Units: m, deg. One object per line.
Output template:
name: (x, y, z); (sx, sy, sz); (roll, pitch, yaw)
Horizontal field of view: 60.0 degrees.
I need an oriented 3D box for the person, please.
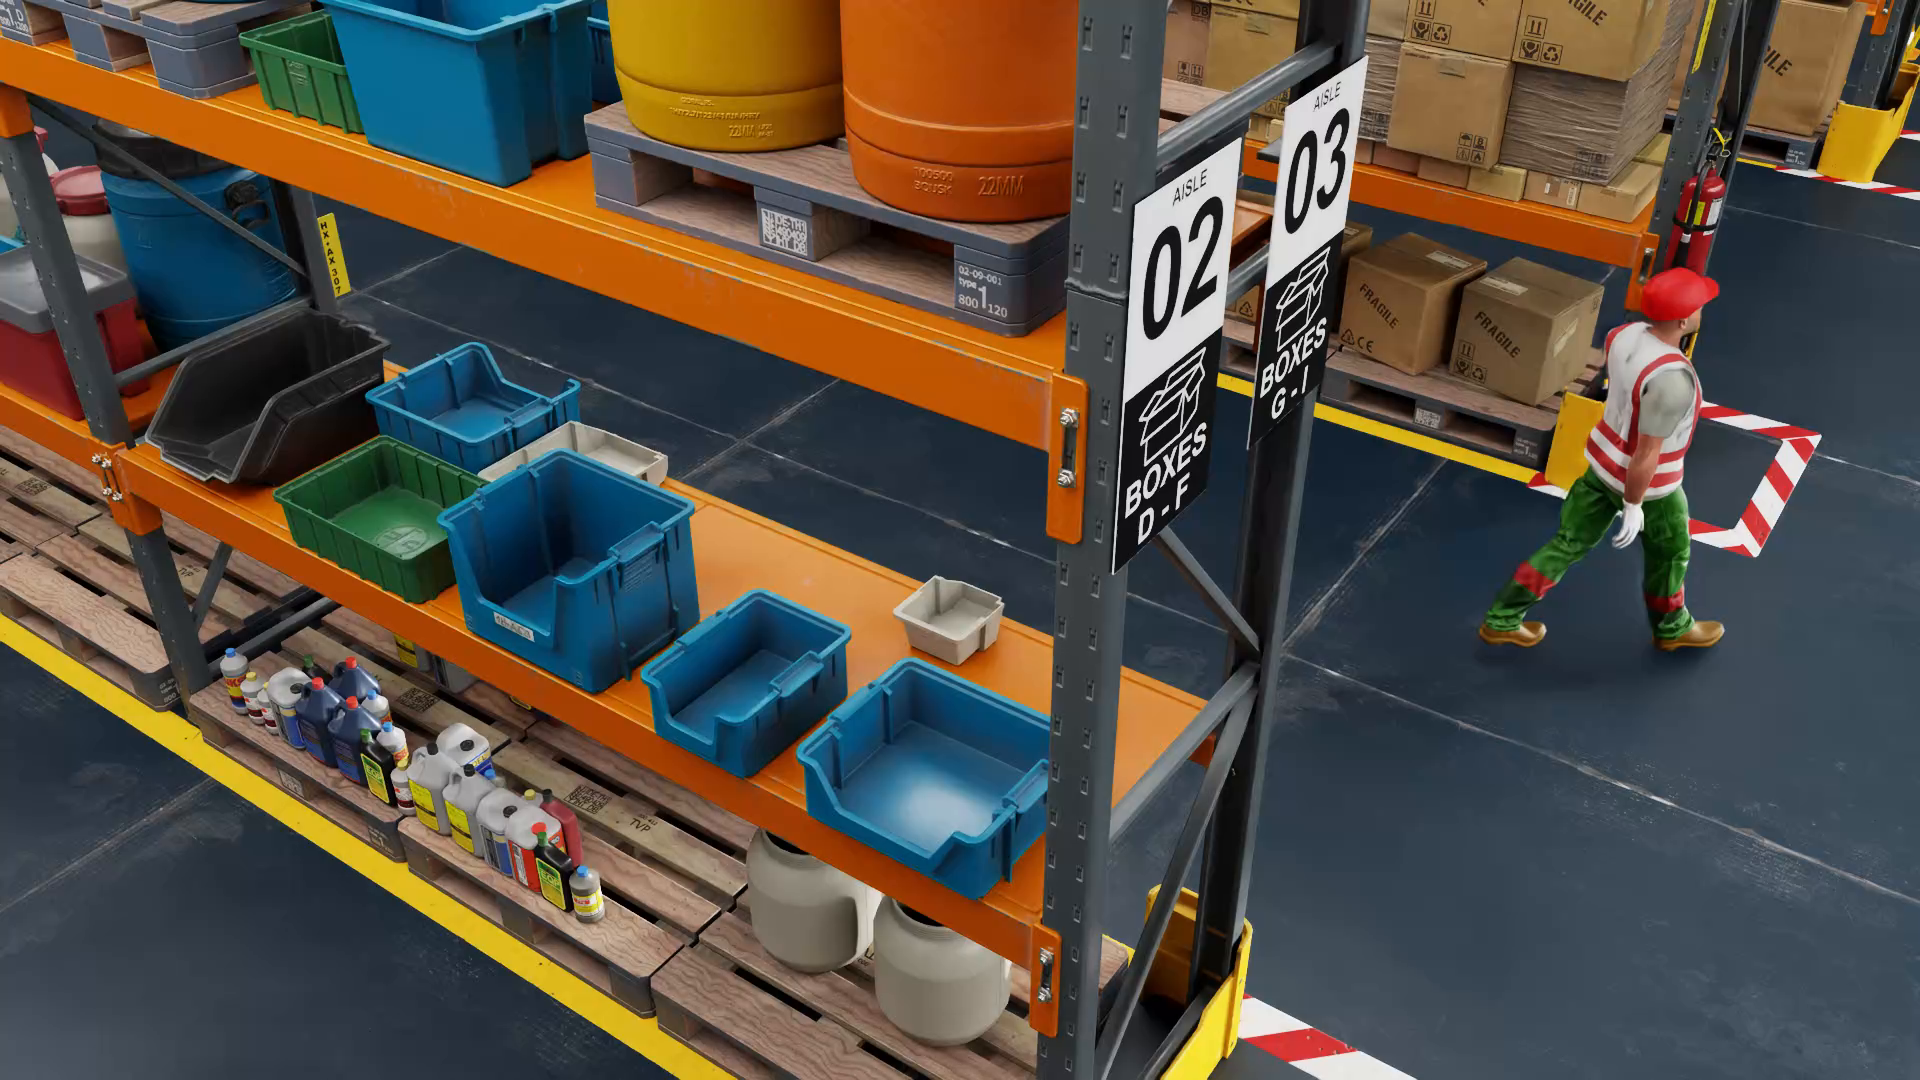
person: (2.680, -0.292, 6.555); (1.047, 1.743, 0.585); (-7, 35, -11)
